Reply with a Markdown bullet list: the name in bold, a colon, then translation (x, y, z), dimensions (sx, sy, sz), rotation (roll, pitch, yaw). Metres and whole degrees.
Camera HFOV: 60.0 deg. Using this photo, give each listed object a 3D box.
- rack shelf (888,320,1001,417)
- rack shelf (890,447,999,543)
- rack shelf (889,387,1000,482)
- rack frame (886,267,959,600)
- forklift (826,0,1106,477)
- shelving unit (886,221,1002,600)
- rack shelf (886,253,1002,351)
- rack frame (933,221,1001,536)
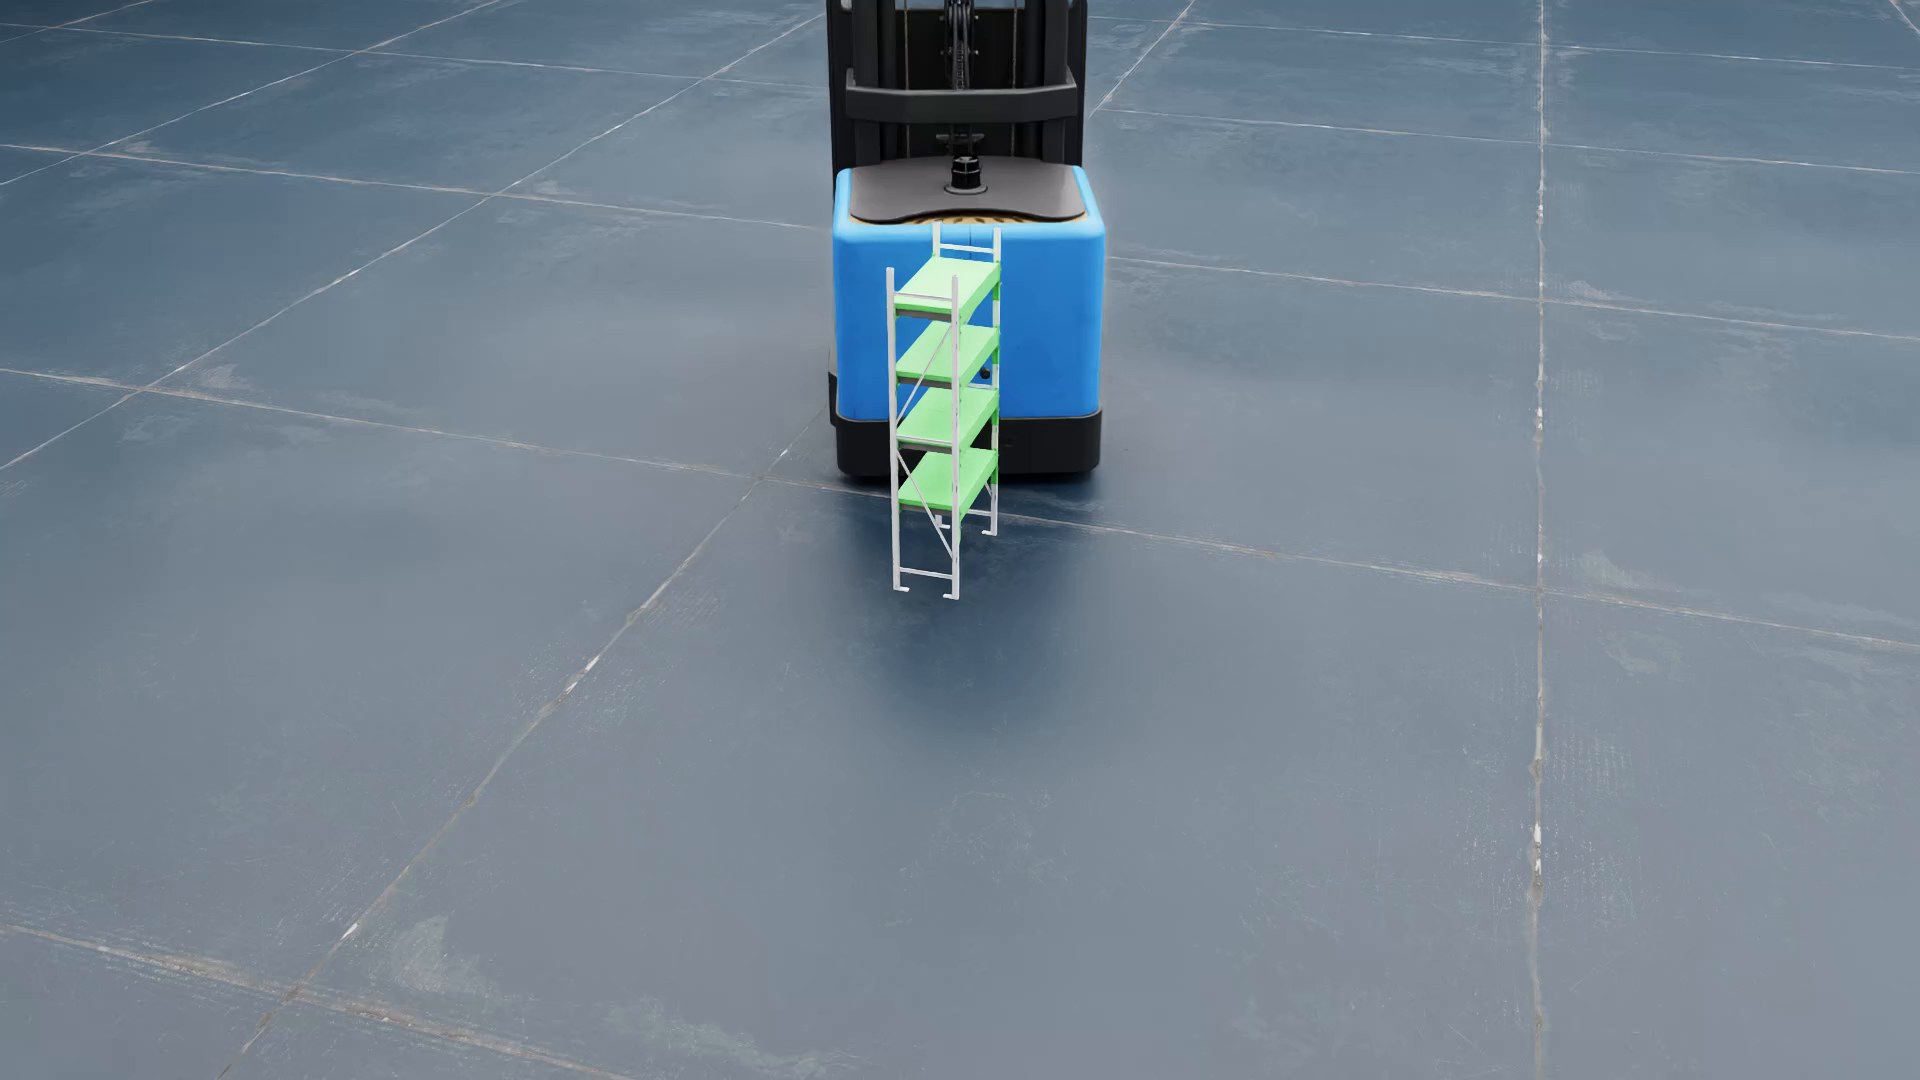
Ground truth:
- **rack shelf**: translation (-0.049, -0.601, 5.734), dimensions (0.258, 0.148, 0.480), rotation (8, 30, 15)
- **rack shelf**: translation (-0.049, -0.182, 5.968), dimensions (0.258, 0.148, 0.480), rotation (8, 30, 15)
- **rack shelf**: translation (-0.049, -0.392, 5.851), dimensions (0.258, 0.148, 0.480), rotation (8, 30, 15)
- **rack frame**: translation (-0.120, -0.334, 5.616), dimensions (0.240, 1.200, 0.015), rotation (8, 30, 15)
- **forklift**: translation (-0.024, -2.211, 7.210), dimensions (1.130, 2.935, 3.031), rotation (-1, 29, -2)
- **shelving unit**: translation (-0.049, -0.447, 5.820), dimensions (0.258, 1.200, 0.503), rotation (8, 30, 15)
- **rack shelf**: translation (-0.049, -0.811, 5.618), dimensions (0.258, 0.148, 0.480), rotation (8, 30, 15)
- **rack frame**: translation (0.023, -0.561, 6.024), dimensions (0.240, 1.200, 0.015), rotation (8, 30, 15)
